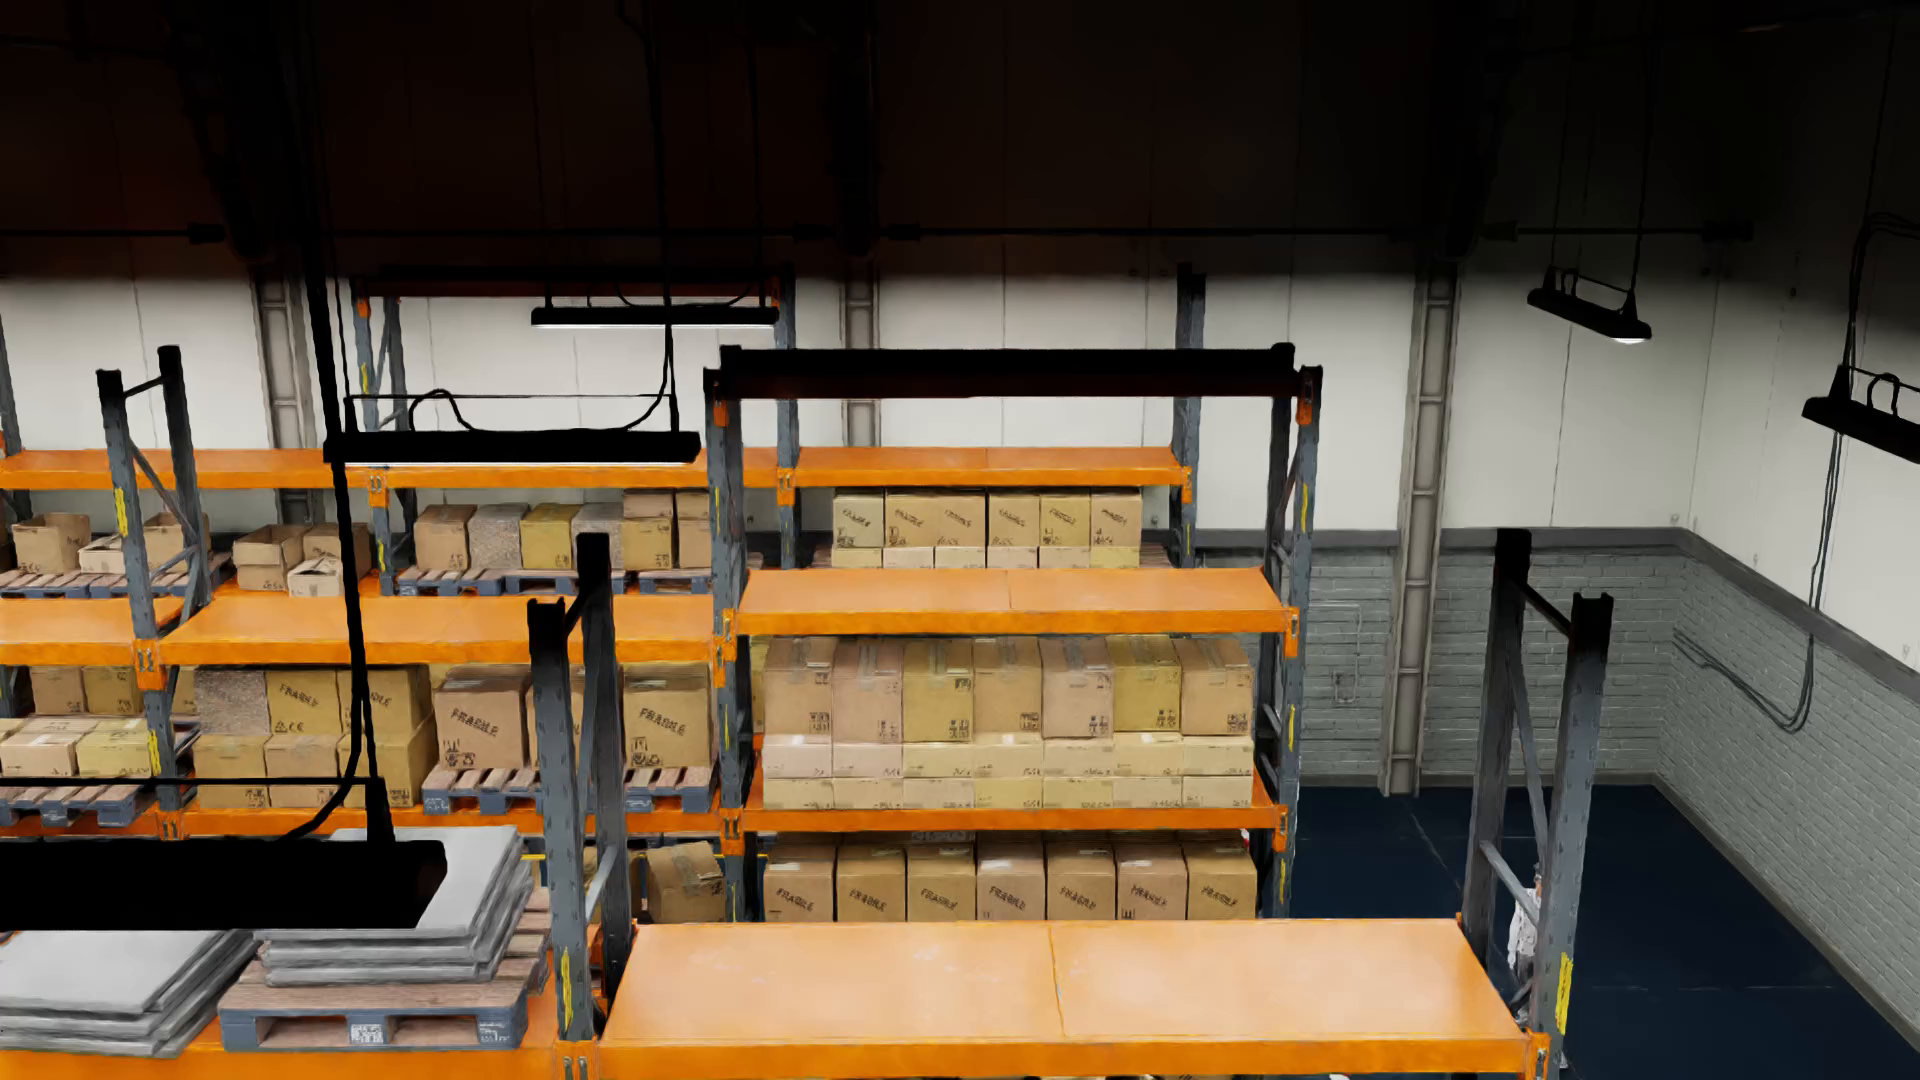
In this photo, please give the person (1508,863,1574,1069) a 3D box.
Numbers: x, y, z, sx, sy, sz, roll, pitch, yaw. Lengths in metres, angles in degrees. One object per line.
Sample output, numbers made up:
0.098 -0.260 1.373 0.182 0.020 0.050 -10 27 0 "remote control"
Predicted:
4.817 3.439 13.723 0.685 1.672 0.552 12 20 35 "person"
